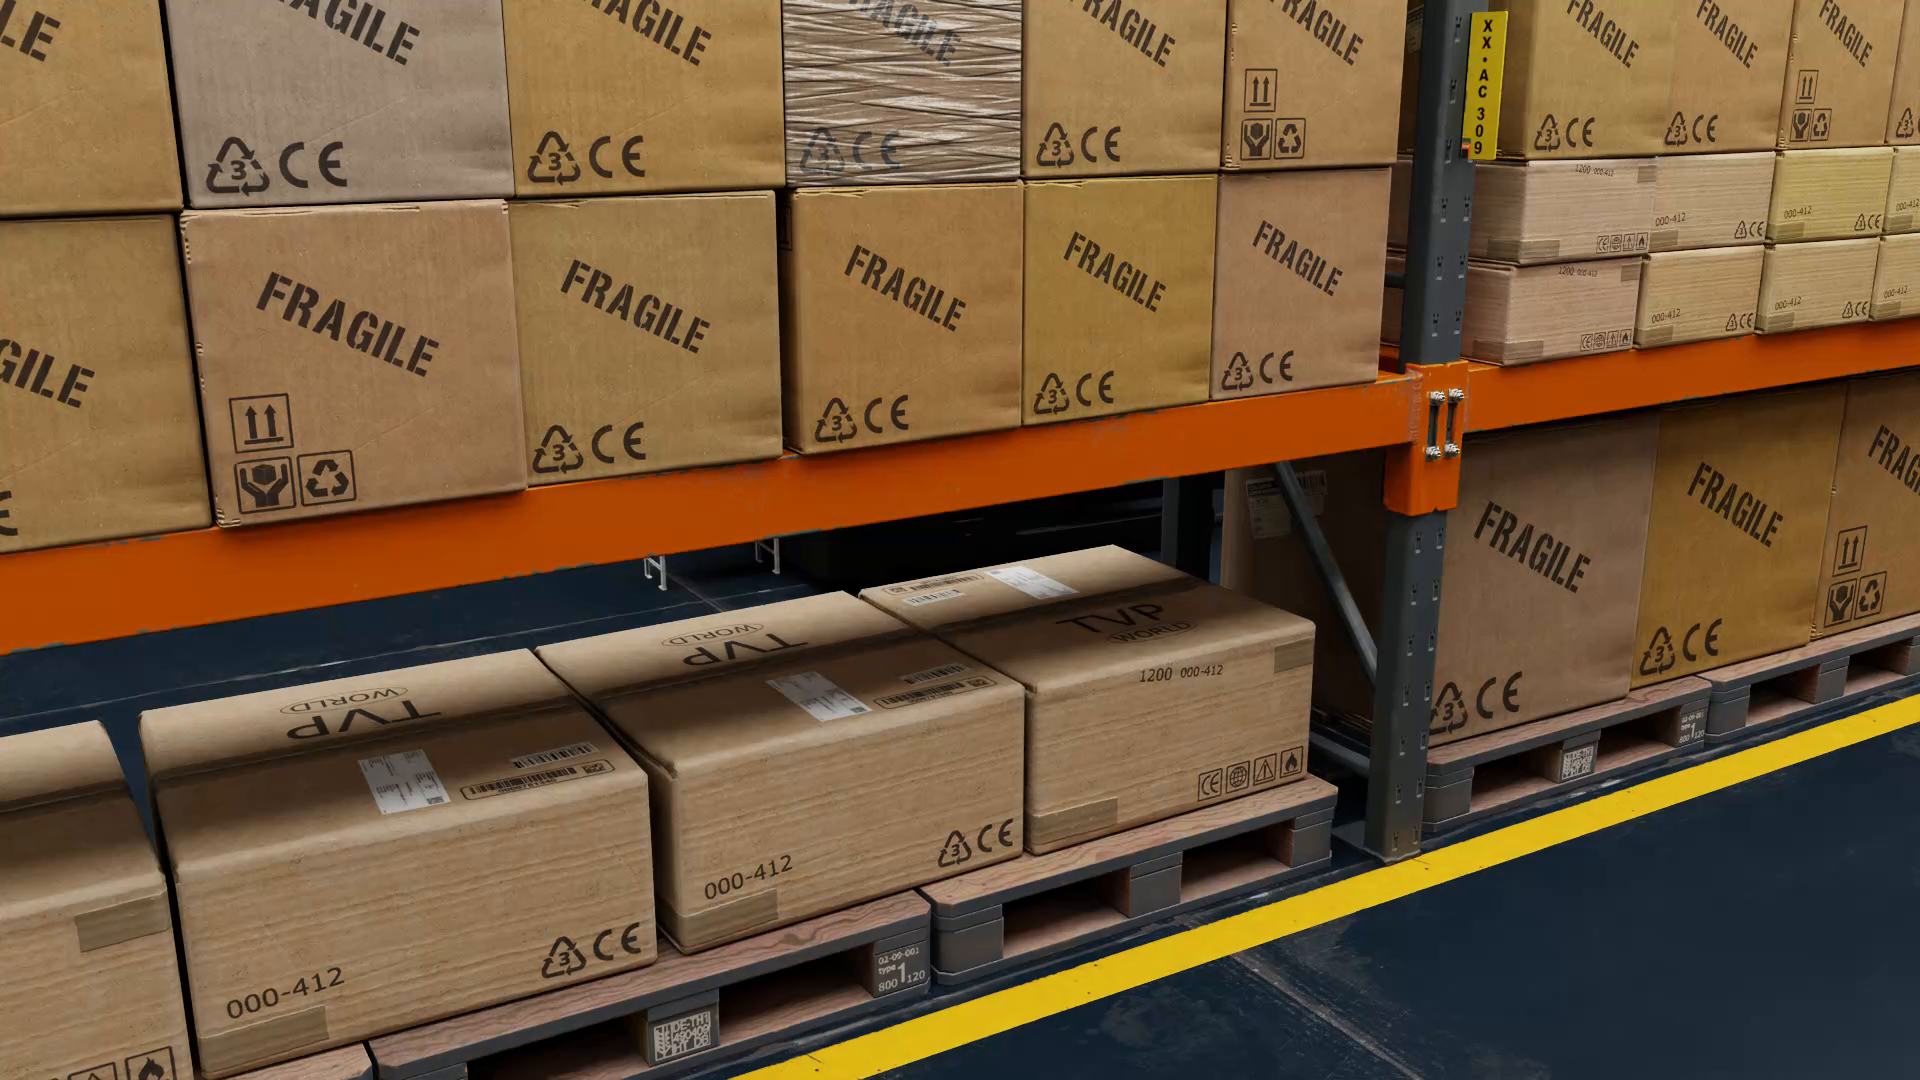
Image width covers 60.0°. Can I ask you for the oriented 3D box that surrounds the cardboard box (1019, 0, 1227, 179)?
[{"bbox_3d":[0.211,-1.043,3.537,0.500,0.500,0.500,-10,18,-31],"label":"cardboard box"}]

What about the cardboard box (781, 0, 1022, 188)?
[{"bbox_3d":[-0.221,-0.970,3.276,0.500,0.500,0.500,-9,18,-29],"label":"cardboard box"}]

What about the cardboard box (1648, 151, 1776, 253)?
[{"bbox_3d":[1.867,-0.955,4.612,0.500,0.250,0.500,-9,18,-29],"label":"cardboard box"}]

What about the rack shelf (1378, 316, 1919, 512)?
[{"bbox_3d":[2.627,-0.643,5.481,4.000,0.370,1.077,-9,18,-30],"label":"rack shelf"}]

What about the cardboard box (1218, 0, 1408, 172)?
[{"bbox_3d":[0.650,-1.112,3.781,0.500,0.500,0.500,-9,18,-30],"label":"cardboard box"}]

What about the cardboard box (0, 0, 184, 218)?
[{"bbox_3d":[-1.519,-0.760,2.525,0.500,0.500,0.500,-10,18,-31],"label":"cardboard box"}]

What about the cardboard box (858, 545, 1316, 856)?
[{"bbox_3d":[0.319,0.382,4.458,0.875,0.438,0.875,-10,18,-31],"label":"cardboard box"}]

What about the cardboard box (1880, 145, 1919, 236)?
[{"bbox_3d":[2.746,-1.090,5.093,0.500,0.250,0.500,-10,18,-31],"label":"cardboard box"}]

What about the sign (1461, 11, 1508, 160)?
[{"bbox_3d":[1.199,-1.039,3.807,0.005,0.325,0.100,-9,18,-30],"label":"sign"}]

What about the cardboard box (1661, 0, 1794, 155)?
[{"bbox_3d":[1.859,-1.313,4.499,0.500,0.500,0.500,-9,18,-30],"label":"cardboard box"}]

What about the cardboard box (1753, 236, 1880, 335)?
[{"bbox_3d":[2.316,-0.780,4.911,0.500,0.250,0.500,-9,18,-30],"label":"cardboard box"}]

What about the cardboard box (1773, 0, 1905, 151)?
[{"bbox_3d":[2.291,-1.382,4.746,0.500,0.500,0.500,-10,18,-31],"label":"cardboard box"}]

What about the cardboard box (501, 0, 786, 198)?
[{"bbox_3d":[-0.655,-0.903,3.035,0.500,0.500,0.500,-9,18,-29],"label":"cardboard box"}]

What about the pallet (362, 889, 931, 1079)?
[{"bbox_3d":[-0.827,0.889,3.847,1.213,0.211,1.003,-9,18,-30],"label":"pallet"}]

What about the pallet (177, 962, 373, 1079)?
[{"bbox_3d":[-1.871,1.058,3.246,1.213,0.211,1.003,-9,18,-30],"label":"pallet"}]

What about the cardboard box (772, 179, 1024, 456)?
[{"bbox_3d":[-0.215,-0.490,3.416,0.500,0.500,0.500,-10,18,-31],"label":"cardboard box"}]

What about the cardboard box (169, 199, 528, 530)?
[{"bbox_3d":[-1.093,-0.348,2.907,0.500,0.500,0.500,-9,18,-30],"label":"cardboard box"}]

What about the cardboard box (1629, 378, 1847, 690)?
[{"bbox_3d":[2.173,-0.123,5.450,0.875,0.875,0.875,-9,18,-28],"label":"cardboard box"}]

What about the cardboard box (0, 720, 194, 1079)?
[{"bbox_3d":[-2.002,0.761,3.107,0.875,0.438,0.875,-10,18,-32],"label":"cardboard box"}]

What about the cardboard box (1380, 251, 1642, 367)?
[{"bbox_3d":[1.425,-0.640,4.412,0.500,0.250,0.500,-10,18,-31],"label":"cardboard box"}]

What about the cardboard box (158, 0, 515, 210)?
[{"bbox_3d":[-1.082,-0.833,2.786,0.500,0.500,0.500,-9,18,-30],"label":"cardboard box"}]

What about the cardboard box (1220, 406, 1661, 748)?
[{"bbox_3d":[1.402,0.004,4.995,0.875,0.875,0.875,-9,18,-28],"label":"cardboard box"}]

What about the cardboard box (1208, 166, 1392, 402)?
[{"bbox_3d":[0.646,-0.636,3.937,0.500,0.500,0.500,-9,18,-29],"label":"cardboard box"}]

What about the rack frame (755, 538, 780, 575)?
[{"bbox_3d":[-0.809,-0.464,6.840,0.015,1.200,0.240,-8,18,-27],"label":"rack frame"}]

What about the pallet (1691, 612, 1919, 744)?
[{"bbox_3d":[2.582,0.335,5.822,1.213,0.211,1.003,-9,18,-30],"label":"pallet"}]

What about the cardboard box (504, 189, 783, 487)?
[{"bbox_3d":[-0.672,-0.421,3.169,0.500,0.500,0.500,-9,18,-28],"label":"cardboard box"}]

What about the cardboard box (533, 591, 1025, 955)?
[{"bbox_3d":[-0.448,0.507,4.014,0.875,0.438,0.875,-10,18,-31],"label":"cardboard box"}]

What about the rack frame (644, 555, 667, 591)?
[{"bbox_3d":[-1.242,-0.402,6.622,0.015,1.200,0.240,-8,18,-27],"label":"rack frame"}]

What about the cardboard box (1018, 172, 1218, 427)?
[{"bbox_3d":[0.208,-0.564,3.678,0.500,0.500,0.500,-10,18,-31],"label":"cardboard box"}]

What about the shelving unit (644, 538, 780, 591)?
[{"bbox_3d":[-1.026,-0.433,6.731,0.503,1.200,0.258,-8,18,-27],"label":"shelving unit"}]

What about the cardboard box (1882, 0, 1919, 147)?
[{"bbox_3d":[2.730,-1.456,5.008,0.500,0.500,0.500,-10,18,-31],"label":"cardboard box"}]

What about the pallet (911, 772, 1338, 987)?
[{"bbox_3d":[0.220,0.718,4.456,1.213,0.211,1.003,-9,18,-30],"label":"pallet"}]

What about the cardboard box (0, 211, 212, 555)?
[{"bbox_3d":[-1.538,-0.281,2.670,0.500,0.500,0.500,-10,18,-31],"label":"cardboard box"}]

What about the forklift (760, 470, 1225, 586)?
[{"bbox_3d":[0.552,-1.489,7.293,3.031,2.935,1.130,-8,18,-27],"label":"forklift"}]

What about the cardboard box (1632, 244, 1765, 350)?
[{"bbox_3d":[1.868,-0.712,4.670,0.500,0.250,0.500,-10,18,-31],"label":"cardboard box"}]

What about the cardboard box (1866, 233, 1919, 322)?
[{"bbox_3d":[2.749,-0.847,5.152,0.500,0.250,0.500,-10,18,-31],"label":"cardboard box"}]

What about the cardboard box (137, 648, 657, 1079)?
[{"bbox_3d":[-1.222,0.632,3.568,0.875,0.438,0.875,-9,18,-28],"label":"cardboard box"}]

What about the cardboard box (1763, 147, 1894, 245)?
[{"bbox_3d":[2.313,-1.019,4.840,0.500,0.250,0.500,-9,18,-29],"label":"cardboard box"}]

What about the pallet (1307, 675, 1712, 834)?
[{"bbox_3d":[1.535,0.506,5.213,1.213,0.211,1.003,-9,18,-30],"label":"pallet"}]

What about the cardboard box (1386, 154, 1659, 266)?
[{"bbox_3d":[1.435,-0.876,4.330,0.500,0.250,0.500,-10,18,-31],"label":"cardboard box"}]

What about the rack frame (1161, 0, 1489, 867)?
[{"bbox_3d":[0.912,-0.712,4.392,0.127,3.000,1.000,-9,18,-30],"label":"rack frame"}]

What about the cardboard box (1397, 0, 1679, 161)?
[{"bbox_3d":[1.437,-1.236,4.224,0.500,0.500,0.500,-9,18,-29],"label":"cardboard box"}]

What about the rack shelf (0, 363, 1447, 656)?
[{"bbox_3d":[-0.802,-0.087,3.497,4.000,0.370,1.077,-9,18,-30],"label":"rack shelf"}]

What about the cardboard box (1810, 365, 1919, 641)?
[{"bbox_3d":[2.939,-0.247,5.893,0.875,0.875,0.875,-9,18,-29],"label":"cardboard box"}]
